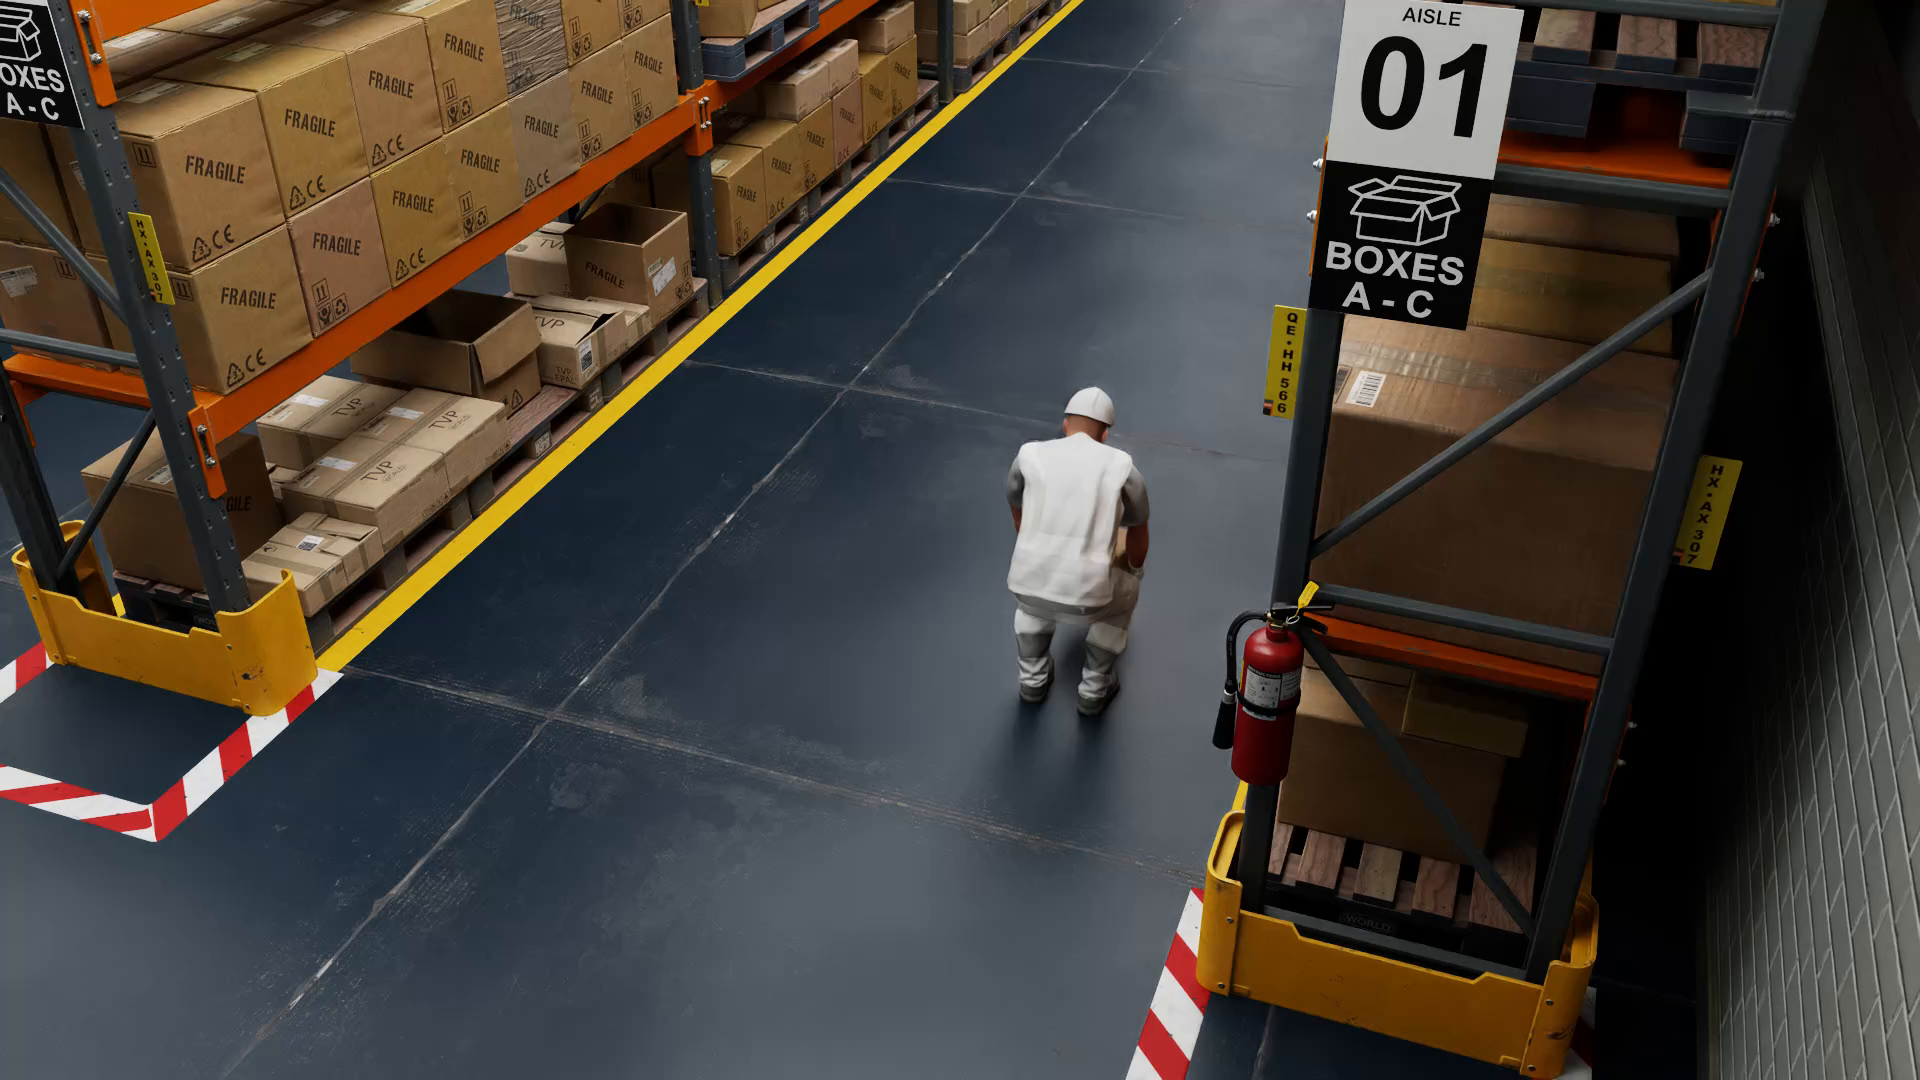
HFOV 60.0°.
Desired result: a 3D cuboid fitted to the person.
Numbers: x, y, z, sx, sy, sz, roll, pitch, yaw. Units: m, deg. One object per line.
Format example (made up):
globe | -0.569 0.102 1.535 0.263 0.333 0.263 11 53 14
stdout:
person | 0.431 0.060 6.581 0.586 1.186 0.833 11 35 16
